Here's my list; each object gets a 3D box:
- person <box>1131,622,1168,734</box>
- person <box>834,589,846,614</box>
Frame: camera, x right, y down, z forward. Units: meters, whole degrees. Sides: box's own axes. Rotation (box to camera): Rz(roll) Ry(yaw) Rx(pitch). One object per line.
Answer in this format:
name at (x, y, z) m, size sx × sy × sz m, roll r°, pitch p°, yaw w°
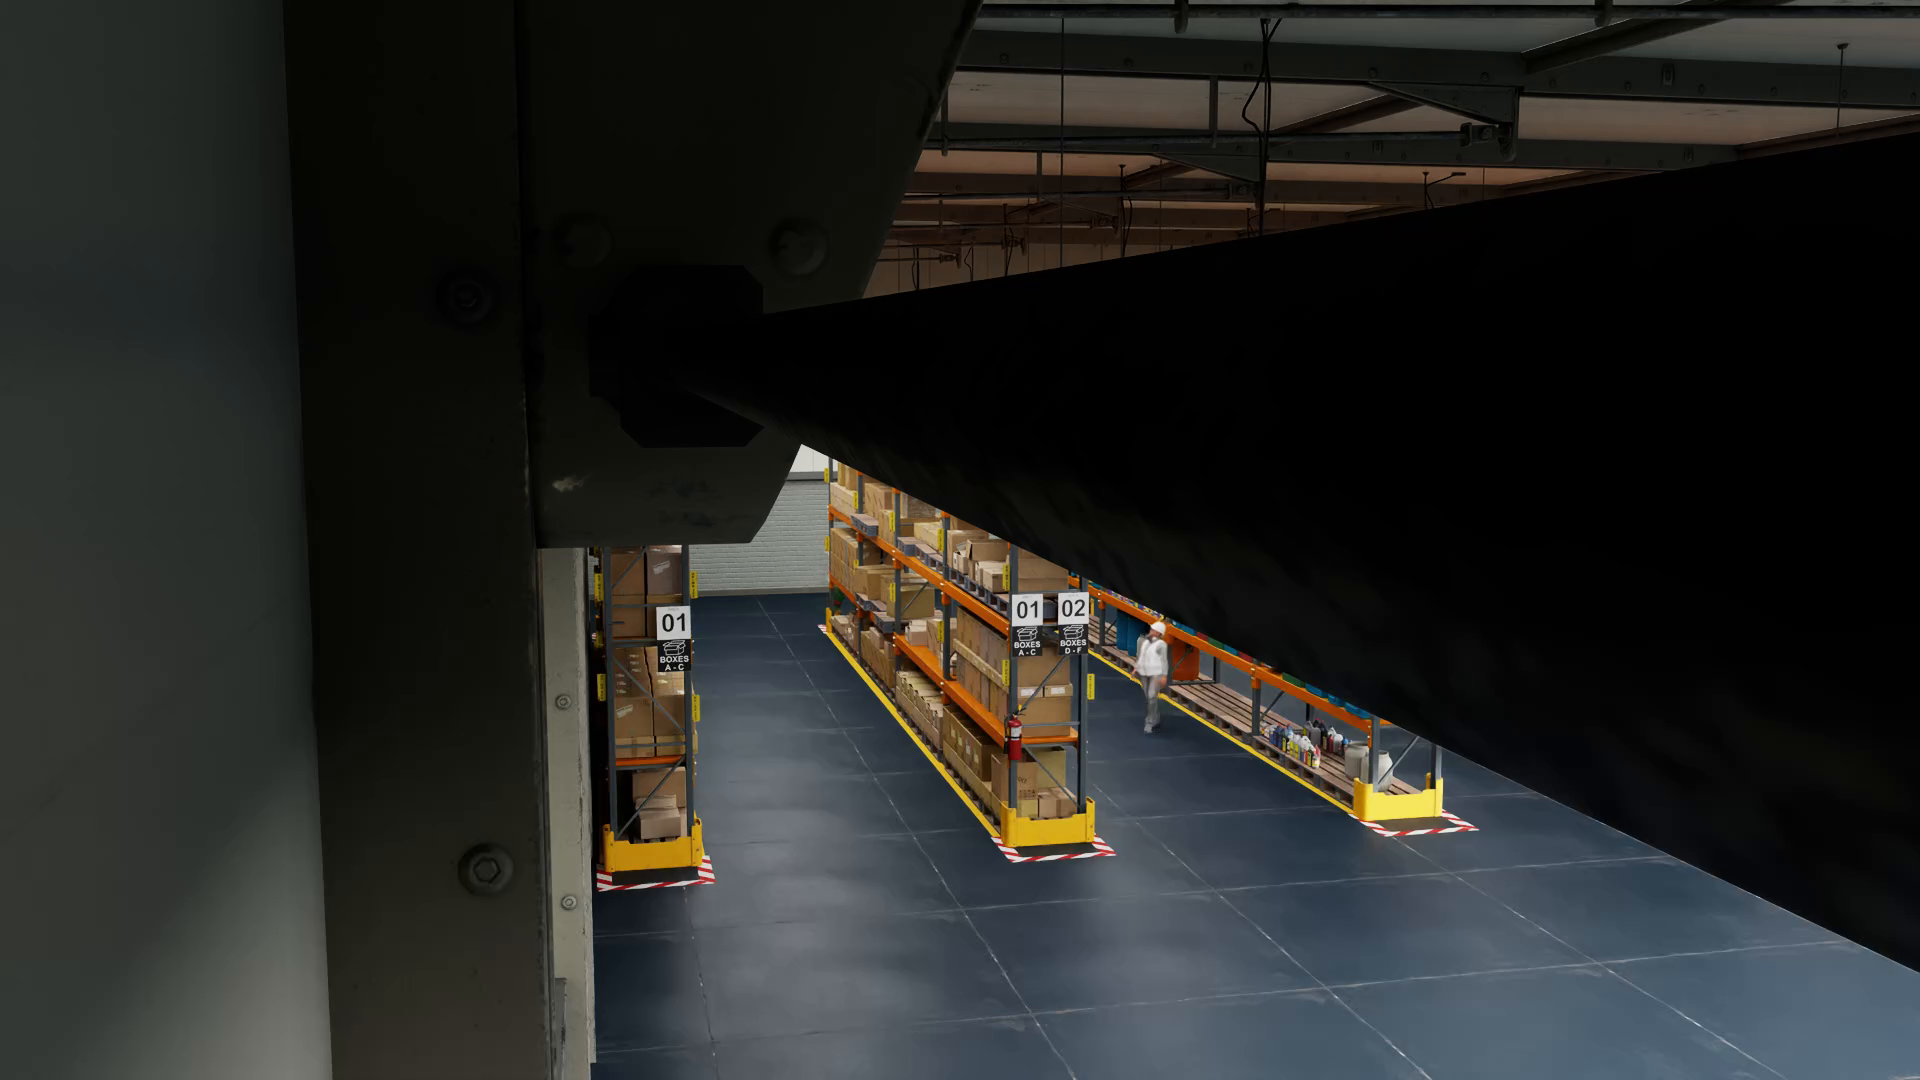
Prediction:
person at (3.110, 2.231, 27.291) m, size 0.586 × 1.763 × 0.769 m, roll 5°, pitch 8°, yaw 36°
person at (-2.514, 0.903, 38.394) m, size 1.013 × 1.747 × 0.664 m, roll 7°, pitch 9°, yaw 44°
